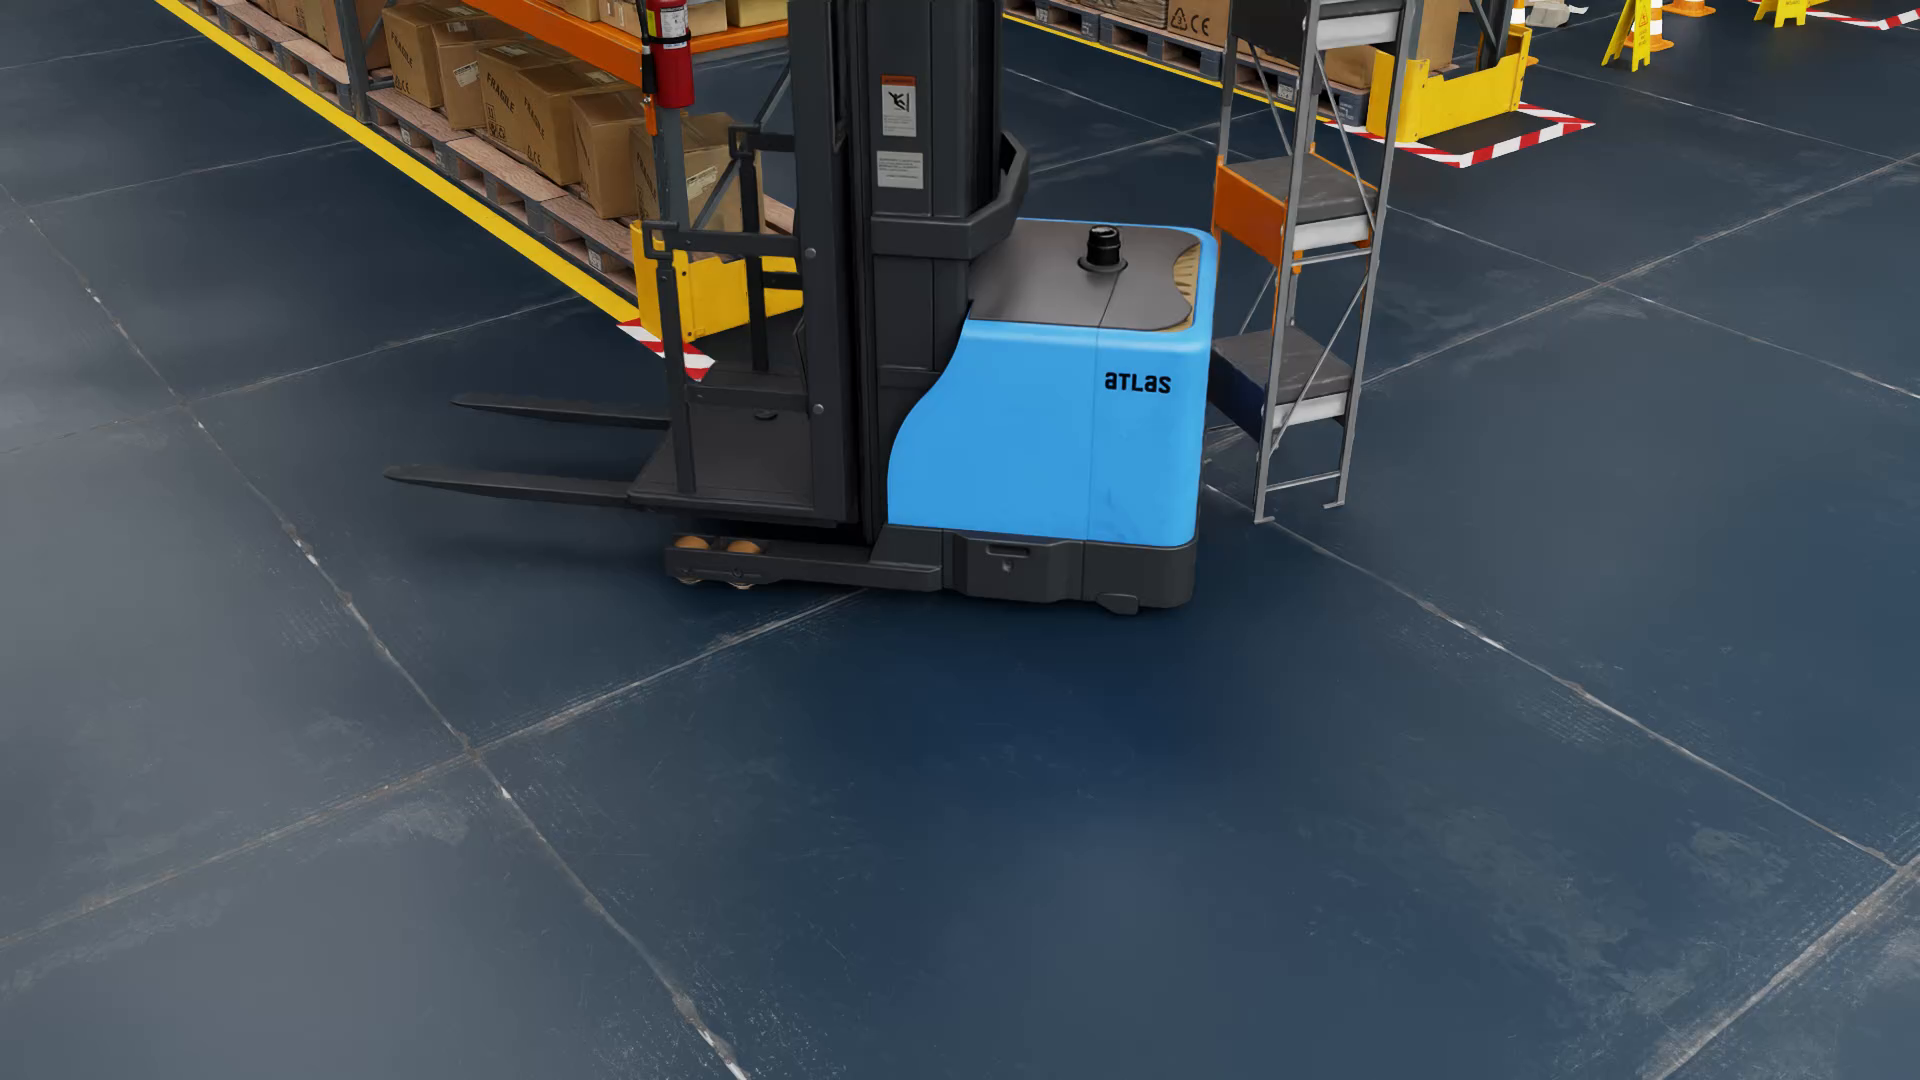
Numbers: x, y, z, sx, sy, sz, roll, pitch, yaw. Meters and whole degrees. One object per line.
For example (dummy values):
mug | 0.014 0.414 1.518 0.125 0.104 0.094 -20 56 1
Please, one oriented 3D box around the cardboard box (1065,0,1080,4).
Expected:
cardboard box | 0.928 -4.614 12.452 0.875 0.875 0.875 -22 38 -31

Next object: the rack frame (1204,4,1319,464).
rack frame | 1.124 -1.232 6.244 0.400 2.100 0.015 -12 34 -18

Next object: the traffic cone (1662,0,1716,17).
traffic cone | 5.616 -4.284 12.709 0.336 0.463 0.334 -22 38 -31

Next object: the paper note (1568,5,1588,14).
paper note | 4.747 -4.088 12.804 0.142 0.019 0.148 18 36 27

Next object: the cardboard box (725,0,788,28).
cardboard box | -0.916 -2.483 7.642 0.380 0.149 0.250 -22 38 -31

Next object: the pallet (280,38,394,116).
pallet | -3.861 -3.200 11.202 1.003 0.211 1.213 -22 38 -31

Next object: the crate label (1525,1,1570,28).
crate label | 4.417 -3.952 12.484 0.298 0.136 0.250 12 34 19

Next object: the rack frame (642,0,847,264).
rack frame | -0.929 -2.393 7.261 1.000 3.000 0.127 -22 38 -31

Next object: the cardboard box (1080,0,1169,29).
cardboard box | 1.484 -4.240 11.849 0.875 0.875 0.875 -22 38 -31

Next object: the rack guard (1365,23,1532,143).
rack guard | 3.066 -2.884 10.420 1.175 0.500 0.348 -22 38 -31

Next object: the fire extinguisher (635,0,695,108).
fire extinguisher | -1.223 -2.164 6.964 0.296 0.674 0.183 -22 38 -31

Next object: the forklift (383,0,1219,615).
forklift | -0.614 -1.343 5.634 3.031 2.935 1.130 5 32 8

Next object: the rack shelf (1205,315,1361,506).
rack shelf | 1.215 -0.506 6.428 0.431 0.518 0.480 -12 34 -18

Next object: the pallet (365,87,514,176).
pallet | -2.942 -2.607 10.248 1.003 0.211 1.213 -22 38 -31

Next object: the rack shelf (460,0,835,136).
rack shelf | -2.156 -2.921 8.792 1.077 0.370 4.000 -22 38 -31

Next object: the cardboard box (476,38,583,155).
cardboard box | -2.368 -2.528 9.448 0.500 0.500 0.500 -26 40 -35

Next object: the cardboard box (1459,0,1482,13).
cardboard box | 3.822 -4.452 12.941 0.637 0.503 0.797 6 32 10

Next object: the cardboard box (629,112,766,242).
cardboard box | -1.299 -1.776 8.237 0.500 0.500 0.500 -15 35 -23

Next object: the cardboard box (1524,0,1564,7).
cardboard box | 4.500 -4.281 13.002 0.380 0.149 0.250 -4 32 -7

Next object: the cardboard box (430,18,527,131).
cardboard box | -2.811 -2.761 9.824 0.500 0.500 0.500 -11 33 -16

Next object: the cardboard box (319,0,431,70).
cardboard box | -3.742 -3.448 10.911 0.700 0.500 0.500 -26 40 -35

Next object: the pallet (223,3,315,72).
pallet | -4.613 -3.709 12.021 1.003 0.211 1.213 -22 38 -31

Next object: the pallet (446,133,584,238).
pallet | -2.190 -2.099 9.429 1.003 0.211 1.213 -22 38 -31

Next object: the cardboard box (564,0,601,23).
cardboard box | -1.614 -2.531 7.720 0.380 0.149 0.250 -22 38 -31

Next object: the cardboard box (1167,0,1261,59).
cardboard box | 2.042 -3.859 11.236 0.875 0.875 0.875 -23 39 -32

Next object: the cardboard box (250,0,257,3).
cardboard box | -5.058 -4.353 12.367 0.700 0.500 0.500 -26 40 -35

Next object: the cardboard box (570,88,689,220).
cardboard box | -1.692 -2.014 8.620 0.500 0.500 0.500 -12 34 -19

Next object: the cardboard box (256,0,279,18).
cardboard box | -4.705 -4.119 11.991 0.700 0.500 0.500 -19 37 -28

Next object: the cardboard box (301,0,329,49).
cardboard box | -4.019 -3.653 11.241 0.700 0.500 0.500 -23 38 -32

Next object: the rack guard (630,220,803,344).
rack guard | -0.976 -1.363 7.971 1.175 0.500 0.348 -22 38 -31

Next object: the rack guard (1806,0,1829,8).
rack guard | 6.852 -4.569 13.133 1.175 0.500 0.348 -22 38 -31

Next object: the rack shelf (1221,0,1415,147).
rack shelf | 1.215 -1.696 5.689 0.431 0.518 0.480 -12 34 -18

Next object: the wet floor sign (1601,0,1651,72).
wet floor sign | 4.633 -3.584 11.410 0.232 0.644 0.267 26 40 35

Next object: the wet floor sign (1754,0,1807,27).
wet floor sign | 6.170 -4.174 12.359 0.267 0.644 0.232 -10 33 -15

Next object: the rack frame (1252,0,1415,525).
rack frame | 1.306 -0.993 5.859 0.400 2.100 0.015 -12 34 -18

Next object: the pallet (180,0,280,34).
pallet | -5.357 -4.217 12.839 1.003 0.211 1.213 -22 38 -31

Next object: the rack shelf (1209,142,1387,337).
rack shelf | 1.215 -1.101 6.059 0.431 0.518 0.480 -12 34 -18

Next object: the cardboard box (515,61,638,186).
cardboard box | -2.061 -2.281 9.050 0.500 0.500 0.500 -19 36 -27

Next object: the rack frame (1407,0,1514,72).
rack frame | 3.051 -3.956 9.777 1.000 3.000 0.127 -22 38 -31

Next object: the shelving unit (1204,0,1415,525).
shelving unit | 1.215 -1.113 6.051 0.431 2.100 0.503 -12 34 -18

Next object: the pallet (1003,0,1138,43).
pallet | 1.002 -4.096 12.645 1.003 0.211 1.213 -22 38 -31

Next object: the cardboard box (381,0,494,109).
cardboard box | -3.168 -2.997 10.204 0.500 0.500 0.500 -24 39 -33

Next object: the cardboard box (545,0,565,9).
cardboard box | -1.755 -2.640 7.895 0.380 0.149 0.250 -22 38 -31

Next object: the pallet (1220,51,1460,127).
pallet | 2.499 -3.079 11.008 1.003 0.211 1.213 -22 38 -31

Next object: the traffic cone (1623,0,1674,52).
traffic cone | 4.948 -3.783 11.902 0.336 0.463 0.334 -22 38 -31

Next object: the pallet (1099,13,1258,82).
pallet | 1.755 -3.587 11.826 1.003 0.211 1.213 -22 38 -31

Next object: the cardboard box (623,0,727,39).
cardboard box | -1.267 -2.339 7.411 0.380 0.149 0.250 -22 38 -31

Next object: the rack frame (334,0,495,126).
rack frame | -3.382 -4.060 9.945 1.000 3.000 0.127 -22 38 -31

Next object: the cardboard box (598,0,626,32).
cardboard box | -1.420 -2.443 7.579 0.380 0.149 0.250 -22 38 -31

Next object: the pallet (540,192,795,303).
pallet | -1.446 -1.591 8.611 1.003 0.211 1.213 -22 38 -31

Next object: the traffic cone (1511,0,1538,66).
traffic cone | 3.847 -3.559 11.542 0.336 0.463 0.334 -22 38 -31

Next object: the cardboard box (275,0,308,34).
cardboard box | -4.363 -3.886 11.616 0.700 0.500 0.500 -26 40 -35

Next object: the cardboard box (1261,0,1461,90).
cardboard box | 2.583 -3.493 10.647 0.875 0.875 0.875 -22 38 -31

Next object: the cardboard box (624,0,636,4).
cardboard box | -1.245 -2.800 7.539 0.875 0.500 0.500 -22 38 -31
